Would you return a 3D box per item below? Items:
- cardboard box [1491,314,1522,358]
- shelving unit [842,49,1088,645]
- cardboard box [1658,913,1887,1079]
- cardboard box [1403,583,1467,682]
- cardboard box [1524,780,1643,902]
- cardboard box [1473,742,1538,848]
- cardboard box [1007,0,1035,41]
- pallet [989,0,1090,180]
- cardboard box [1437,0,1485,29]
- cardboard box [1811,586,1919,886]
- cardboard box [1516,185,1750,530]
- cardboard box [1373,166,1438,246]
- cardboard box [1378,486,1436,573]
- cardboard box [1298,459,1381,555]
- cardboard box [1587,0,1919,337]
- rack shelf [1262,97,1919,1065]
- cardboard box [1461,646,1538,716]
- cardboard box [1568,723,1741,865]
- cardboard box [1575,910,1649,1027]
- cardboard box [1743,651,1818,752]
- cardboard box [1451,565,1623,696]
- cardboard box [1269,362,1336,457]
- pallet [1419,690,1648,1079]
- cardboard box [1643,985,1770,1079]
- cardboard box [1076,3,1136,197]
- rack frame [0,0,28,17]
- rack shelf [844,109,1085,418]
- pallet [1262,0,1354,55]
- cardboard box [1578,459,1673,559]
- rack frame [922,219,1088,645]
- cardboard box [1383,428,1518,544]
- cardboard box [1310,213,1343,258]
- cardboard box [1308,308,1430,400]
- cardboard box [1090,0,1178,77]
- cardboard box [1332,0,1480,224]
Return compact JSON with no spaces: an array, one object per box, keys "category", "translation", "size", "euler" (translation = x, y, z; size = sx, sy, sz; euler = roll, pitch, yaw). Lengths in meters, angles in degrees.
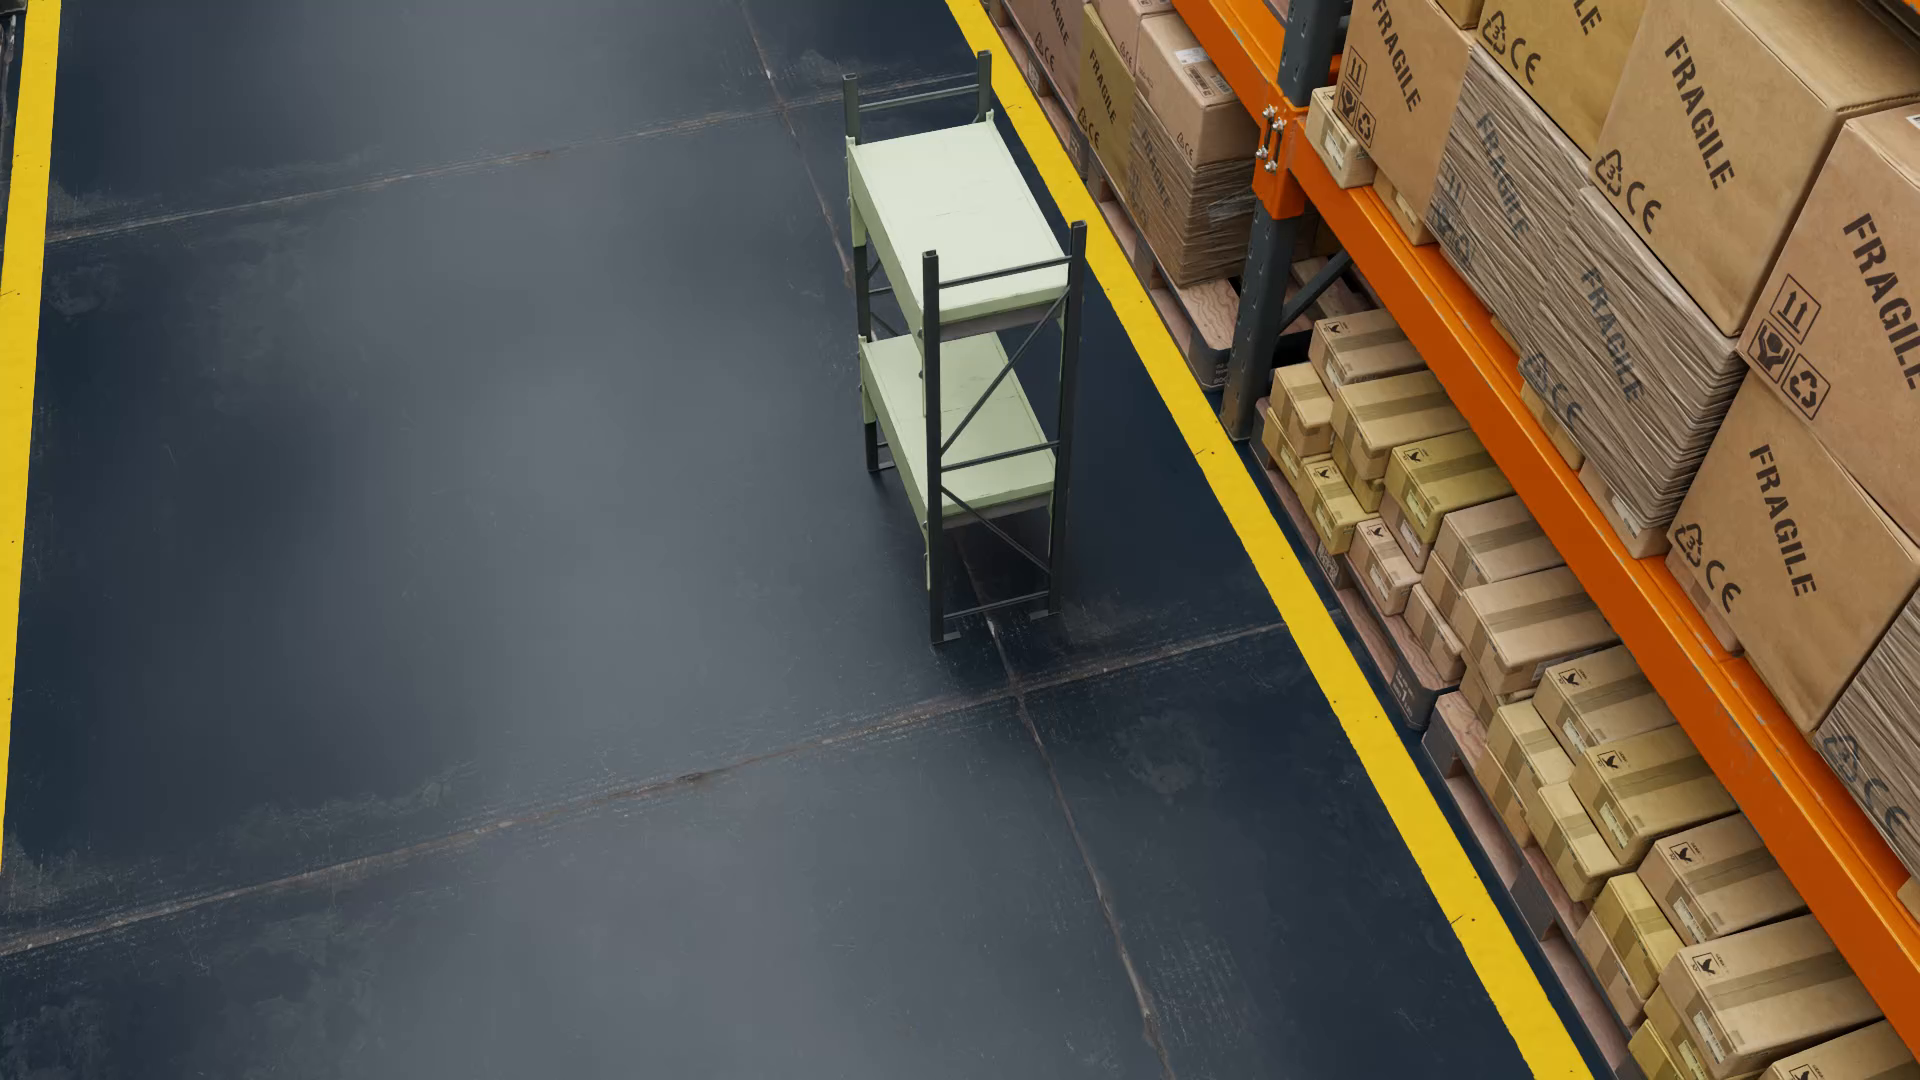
[{"category":"cardboard box","translation":[1.488,-0.527,3.897],"size":[0.380,0.149,0.250],"euler":[-15,52,-13]},{"category":"shelving unit","translation":[-0.002,-0.488,4.681],"size":[0.431,1.500,0.755],"euler":[-13,51,-11]},{"category":"cardboard box","translation":[1.784,0.996,3.649],"size":[0.380,0.149,0.250],"euler":[-12,51,-10]},{"category":"cardboard box","translation":[1.491,0.217,4.695],"size":[0.380,0.149,0.250],"euler":[-14,51,-12]},{"category":"cardboard box","translation":[1.633,0.704,4.090],"size":[0.380,0.149,0.250],"euler":[-13,51,-11]},{"category":"cardboard box","translation":[1.589,0.617,4.358],"size":[0.380,0.149,0.250],"euler":[-15,51,-12]},{"category":"cardboard box","translation":[0.457,-2.380,6.655],"size":[0.500,0.500,0.500],"euler":[-14,51,-12]},{"category":"pallet","translation":[0.770,-2.006,6.803],"size":[1.003,0.211,1.213],"euler":[-13,51,-11]},{"category":"cardboard box","translation":[1.266,-1.509,3.647],"size":[0.500,0.500,0.500],"euler":[-12,51,-10]},{"category":"cardboard box","translation":[1.863,0.334,2.746],"size":[0.500,0.500,0.500],"euler":[-13,51,-11]},{"category":"cardboard box","translation":[1.539,-0.417,3.380],"size":[0.500,0.500,0.500],"euler":[-14,51,-12]},{"category":"cardboard box","translation":[1.284,-0.910,4.220],"size":[0.380,0.149,0.250],"euler":[-12,51,-10]},{"category":"cardboard box","translation":[1.434,-0.085,4.755],"size":[0.380,0.149,0.250],"euler":[-14,51,-11]},{"category":"cardboard box","translation":[1.245,-0.127,4.985],"size":[0.380,0.149,0.250],"euler":[-12,51,-10]},{"category":"cardboard box","translation":[1.554,-0.759,3.014],"size":[0.500,0.500,0.500],"euler":[-13,51,-10]},{"category":"rack shelf","translation":[1.957,0.249,3.549],"size":[1.077,0.370,4.000],"euler":[-13,51,-11]},{"category":"cardboard box","translation":[1.570,0.319,4.414],"size":[0.380,0.149,0.250],"euler":[-11,51,-9]},{"category":"cardboard box","translation":[1.707,0.594,3.988],"size":[0.380,0.149,0.250],"euler":[-13,51,-11]},{"category":"cardboard box","translation":[1.743,0.993,4.041],"size":[0.380,0.149,0.250],"euler":[-12,51,-10]},{"category":"cardboard box","translation":[1.791,0.234,3.255],"size":[0.380,0.149,0.250],"euler":[-13,51,-10]},{"category":"cardboard box","translation":[1.513,0.224,4.300],"size":[0.380,0.149,0.250],"euler":[-12,51,-10]},{"category":"cardboard box","translation":[1.167,-0.419,5.037],"size":[0.380,0.149,0.250],"euler":[-11,51,-9]},{"category":"pallet","translation":[1.963,0.830,4.412],"size":[1.003,0.211,1.213],"euler":[-13,51,-11]},{"category":"cardboard box","translation":[1.799,1.090,3.765],"size":[0.380,0.149,0.250],"euler":[-13,51,-10]},{"category":"cardboard box","translation":[0.755,-1.632,6.024],"size":[0.500,0.500,0.500],"euler":[-14,51,-12]},{"category":"rack frame","translation":[-4.516,-3.172,5.962],"size":[1.000,3.000,0.127],"euler":[-13,51,-11]},{"category":"rack shelf","translation":[-0.002,-0.740,4.382],"size":[0.431,0.370,0.720],"euler":[-13,51,-11]},{"category":"pallet","translation":[1.279,-1.973,5.077],"size":[1.003,0.211,1.213],"euler":[-13,51,-11]},{"category":"cardboard box","translation":[1.573,-0.131,3.563],"size":[0.380,0.149,0.250],"euler":[-11,51,-9]},{"category":"rack frame","translation":[0.106,-0.221,4.455],"size":[0.400,1.500,0.023],"euler":[-13,51,-11]},{"category":"cardboard box","translation":[1.416,-0.165,4.628],"size":[0.380,0.149,0.250],"euler":[-14,51,-11]},{"category":"cardboard box","translation":[1.401,-1.373,5.806],"size":[0.500,0.500,0.500],"euler":[-12,51,-10]},{"category":"cardboard box","translation":[1.270,-0.553,4.956],"size":[0.380,0.149,0.250],"euler":[-11,51,-9]},{"category":"cardboard box","translation":[0.765,-1.880,5.743],"size":[0.500,0.250,0.500],"euler":[-11,51,-9]},{"category":"cardboard box","translation":[1.271,-1.153,4.000],"size":[0.500,0.500,0.500],"euler":[-14,51,-12]}]
